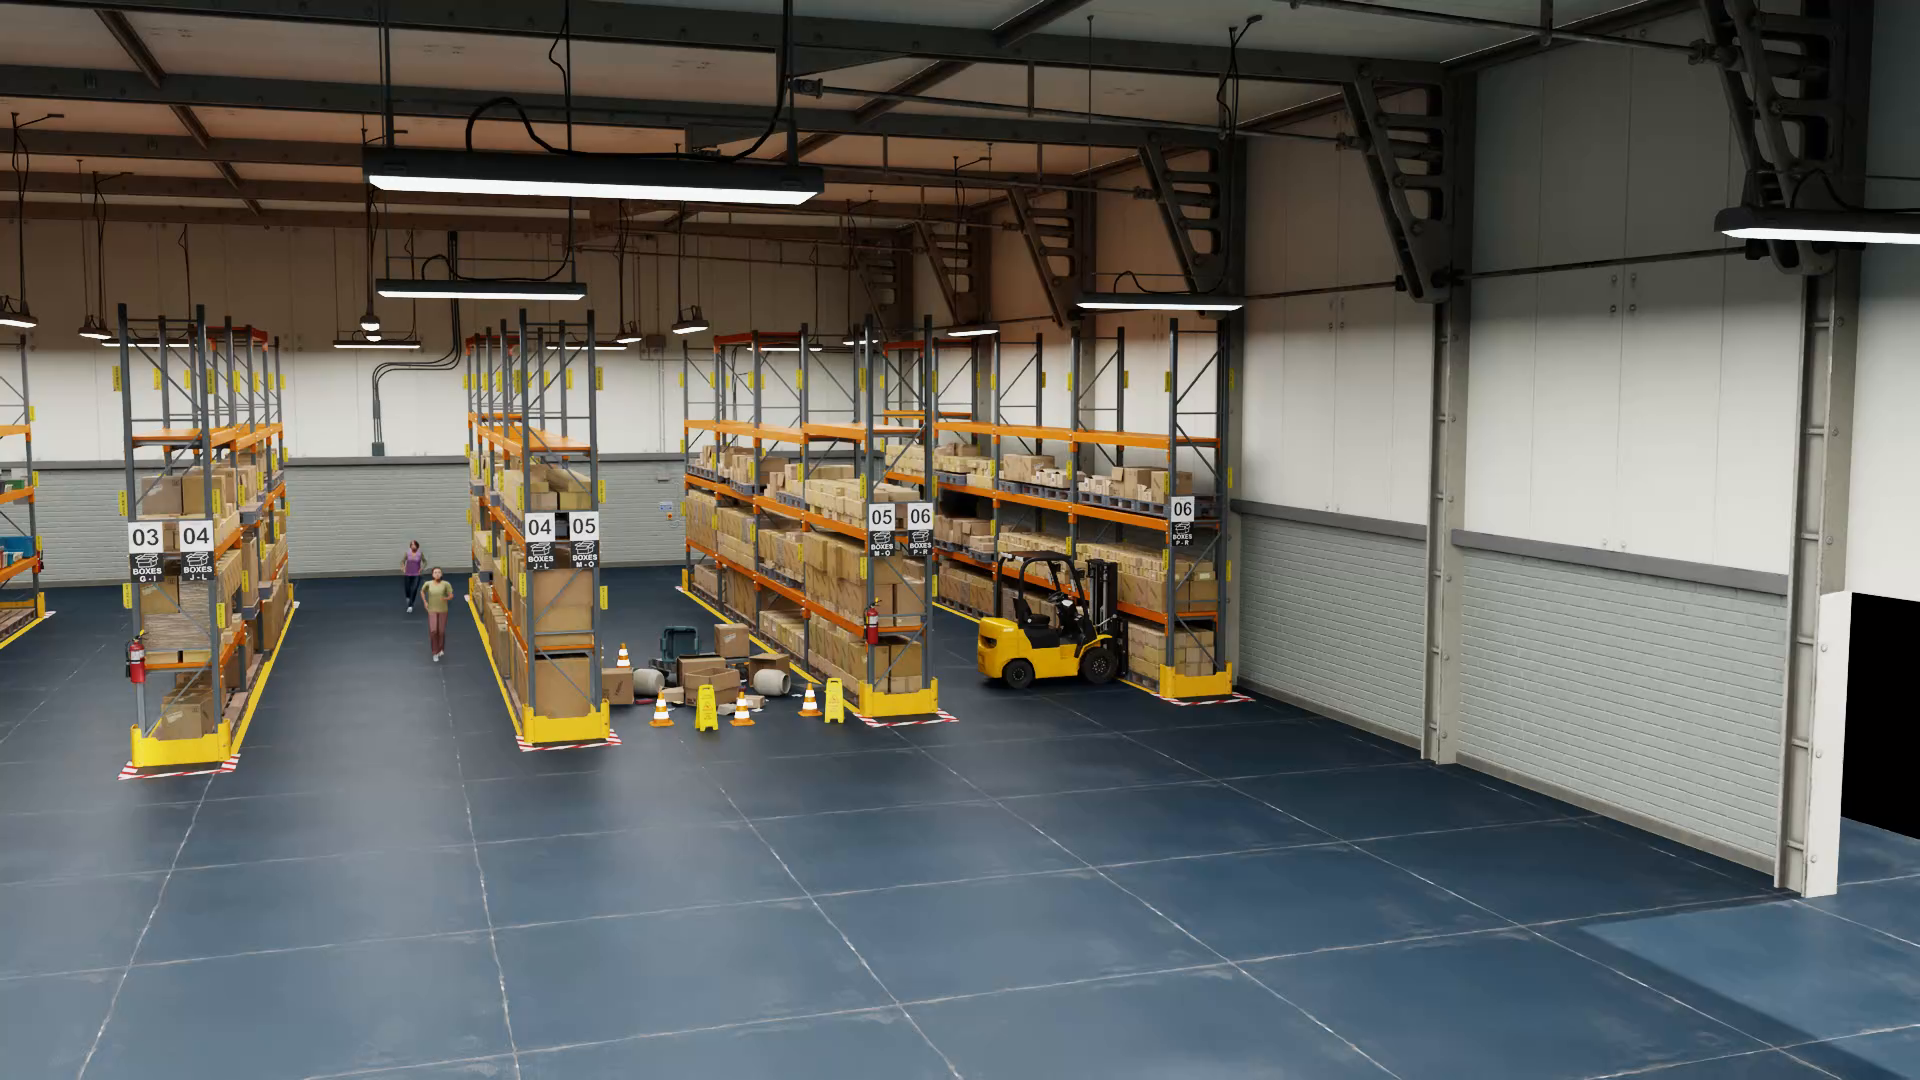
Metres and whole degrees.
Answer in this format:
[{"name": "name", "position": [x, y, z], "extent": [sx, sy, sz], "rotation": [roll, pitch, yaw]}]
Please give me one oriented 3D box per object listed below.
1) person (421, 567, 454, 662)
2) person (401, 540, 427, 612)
[{"name": "person", "position": [-9.436, 1.331, 30.062], "extent": [0.571, 1.722, 0.648], "rotation": [-2, 6, -20]}, {"name": "person", "position": [-11.977, 0.779, 36.498], "extent": [0.558, 1.562, 0.593], "rotation": [-1, 6, -12]}]
